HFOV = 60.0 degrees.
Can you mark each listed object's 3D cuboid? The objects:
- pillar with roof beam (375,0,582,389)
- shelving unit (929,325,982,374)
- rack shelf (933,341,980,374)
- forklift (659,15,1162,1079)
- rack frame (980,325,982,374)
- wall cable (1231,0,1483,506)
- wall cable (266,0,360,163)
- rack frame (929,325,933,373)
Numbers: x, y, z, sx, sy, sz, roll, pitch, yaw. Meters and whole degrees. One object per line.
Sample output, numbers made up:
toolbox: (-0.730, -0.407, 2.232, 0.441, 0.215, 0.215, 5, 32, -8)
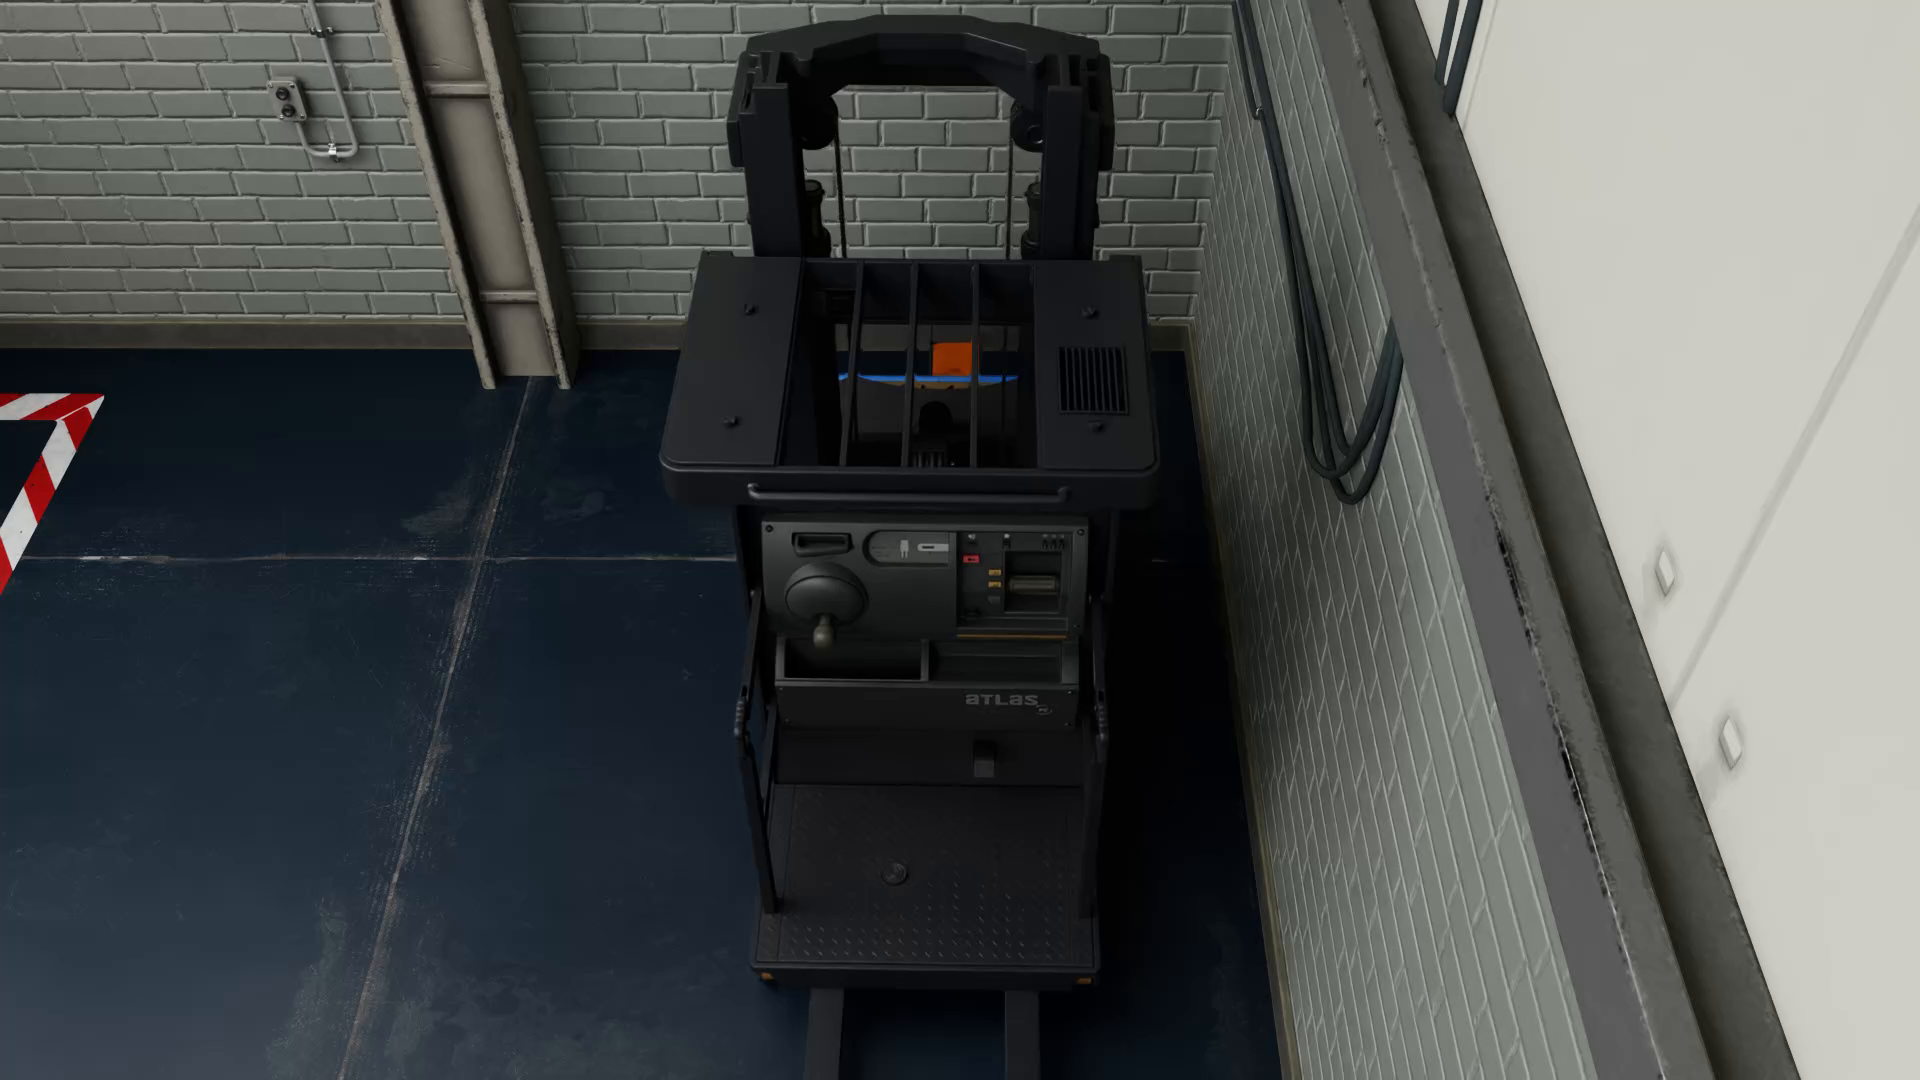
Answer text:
pillar with roof beam: (-1.957, -0.706, 1.340, 0.400, 9.000, 9.100, 0, 47, 0)
shelving unit: (-0.014, -0.409, 6.392, 0.189, 1.200, 0.258, 0, 47, 0)
rack shelf: (-0.014, -0.624, 6.161, 0.180, 0.103, 0.258, 0, 47, 0)
forklift: (-0.101, 0.218, 4.626, 1.130, 2.935, 3.031, 1, 47, 1)
rack frame: (0.077, -0.409, 6.392, 0.006, 1.200, 0.240, 0, 47, 0)
wall cable: (1.011, -1.896, 4.569, 0.112, 2.526, 3.097, 0, 47, 0)
wall cable: (-3.360, -2.222, 6.156, 1.851, 1.984, 0.084, 0, 47, 0)
rack frame: (-0.106, -0.410, 6.393, 0.006, 1.200, 0.240, 0, 47, 0)
